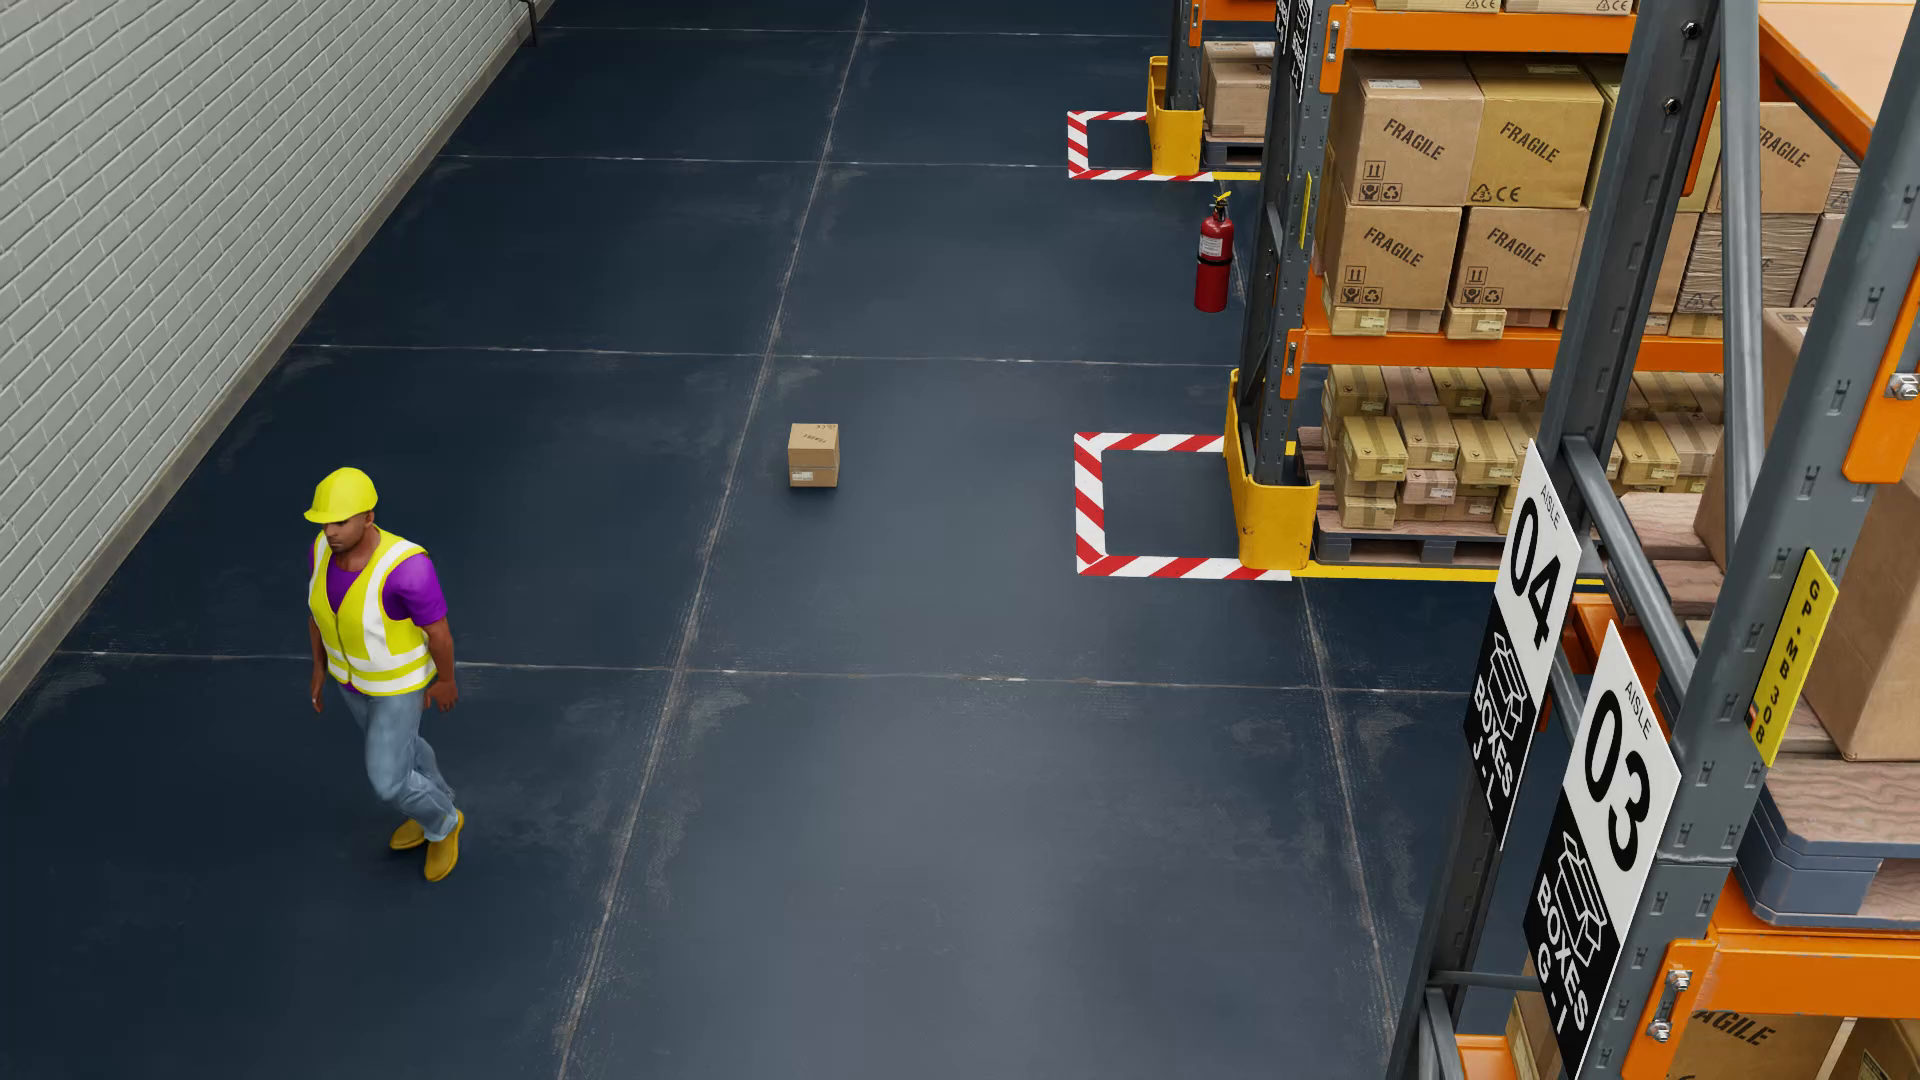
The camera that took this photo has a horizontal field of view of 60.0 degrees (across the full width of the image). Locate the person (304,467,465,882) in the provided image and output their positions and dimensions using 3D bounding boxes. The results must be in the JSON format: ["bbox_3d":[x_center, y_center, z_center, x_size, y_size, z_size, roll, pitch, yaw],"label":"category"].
[{"bbox_3d":[-2.222,0.542,6.327,0.566,1.799,0.468,19,39,24],"label":"person"}]
